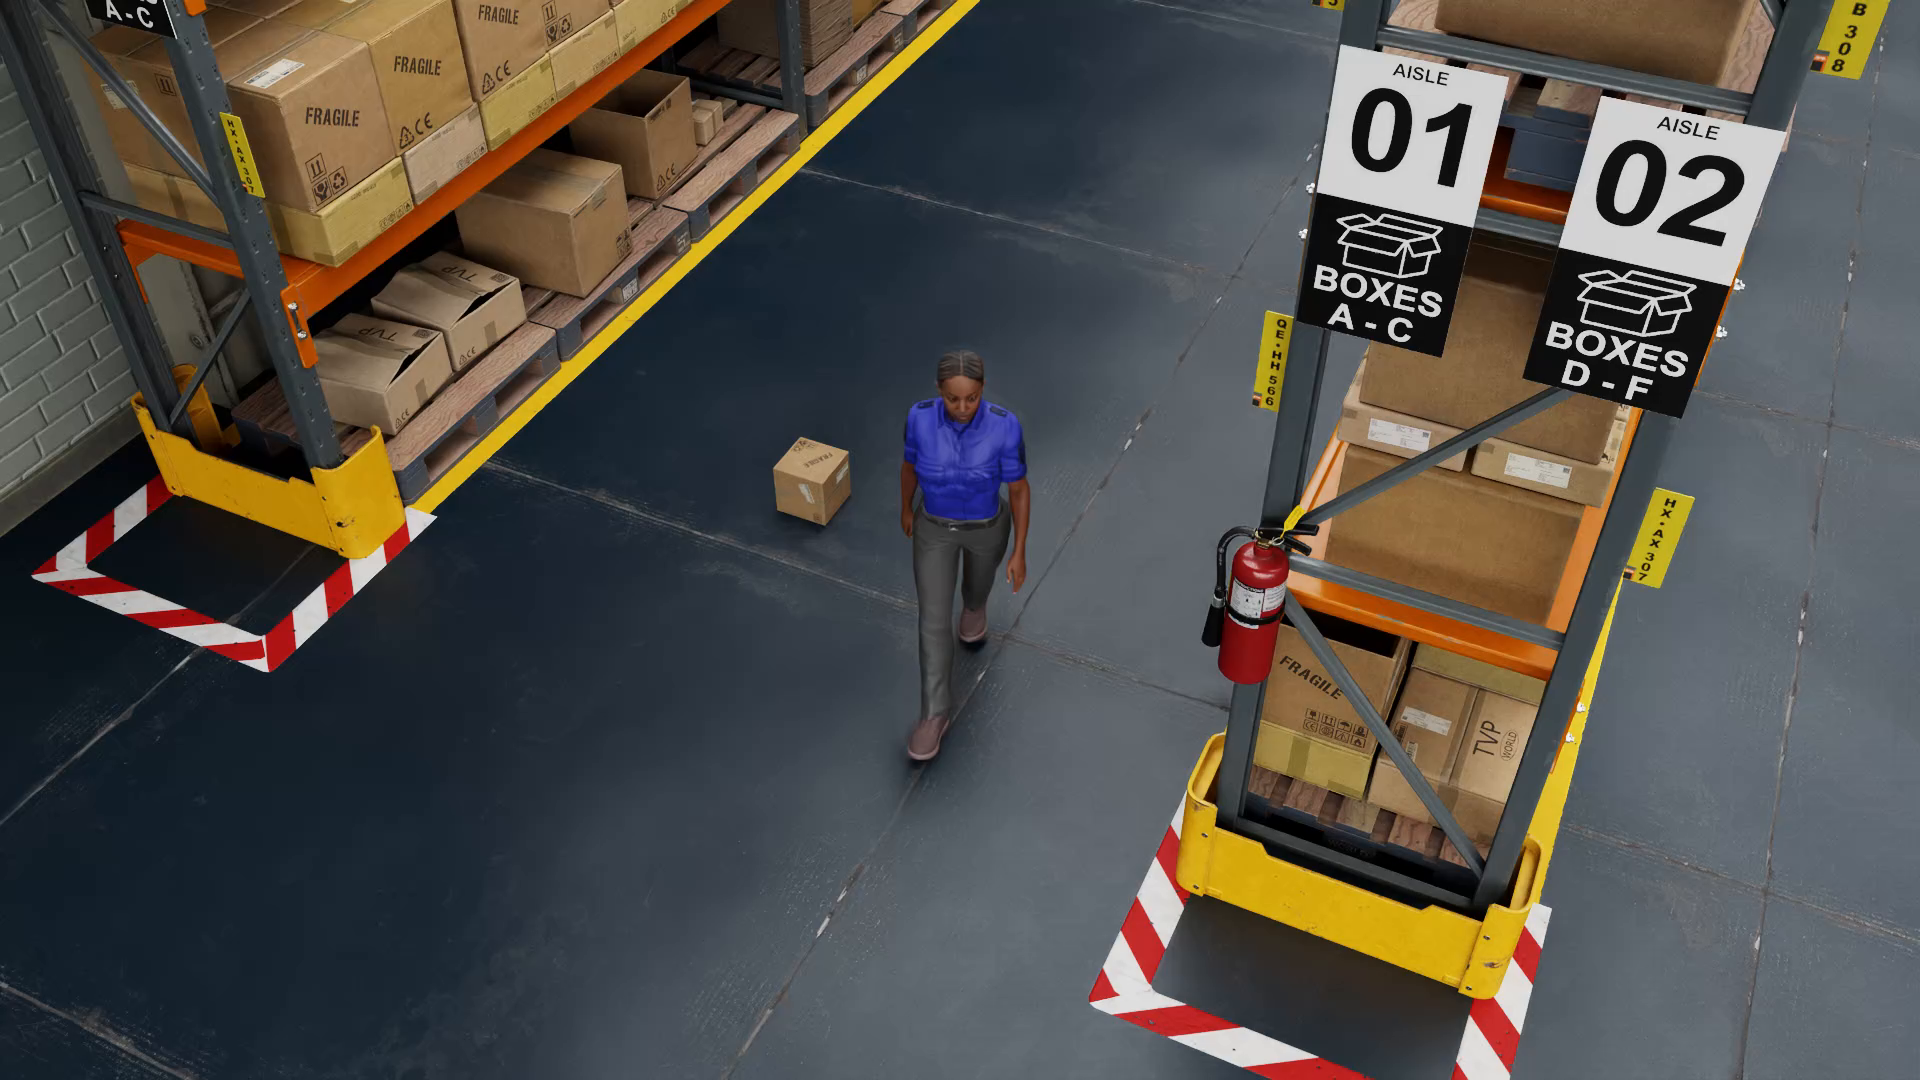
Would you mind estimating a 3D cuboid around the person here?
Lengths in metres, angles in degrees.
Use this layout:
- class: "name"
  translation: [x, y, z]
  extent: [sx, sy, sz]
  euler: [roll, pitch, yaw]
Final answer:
- class: "person"
  translation: [0.008, -0.025, 6.179]
  extent: [0.498, 1.604, 0.966]
  euler: [3, 42, 3]
